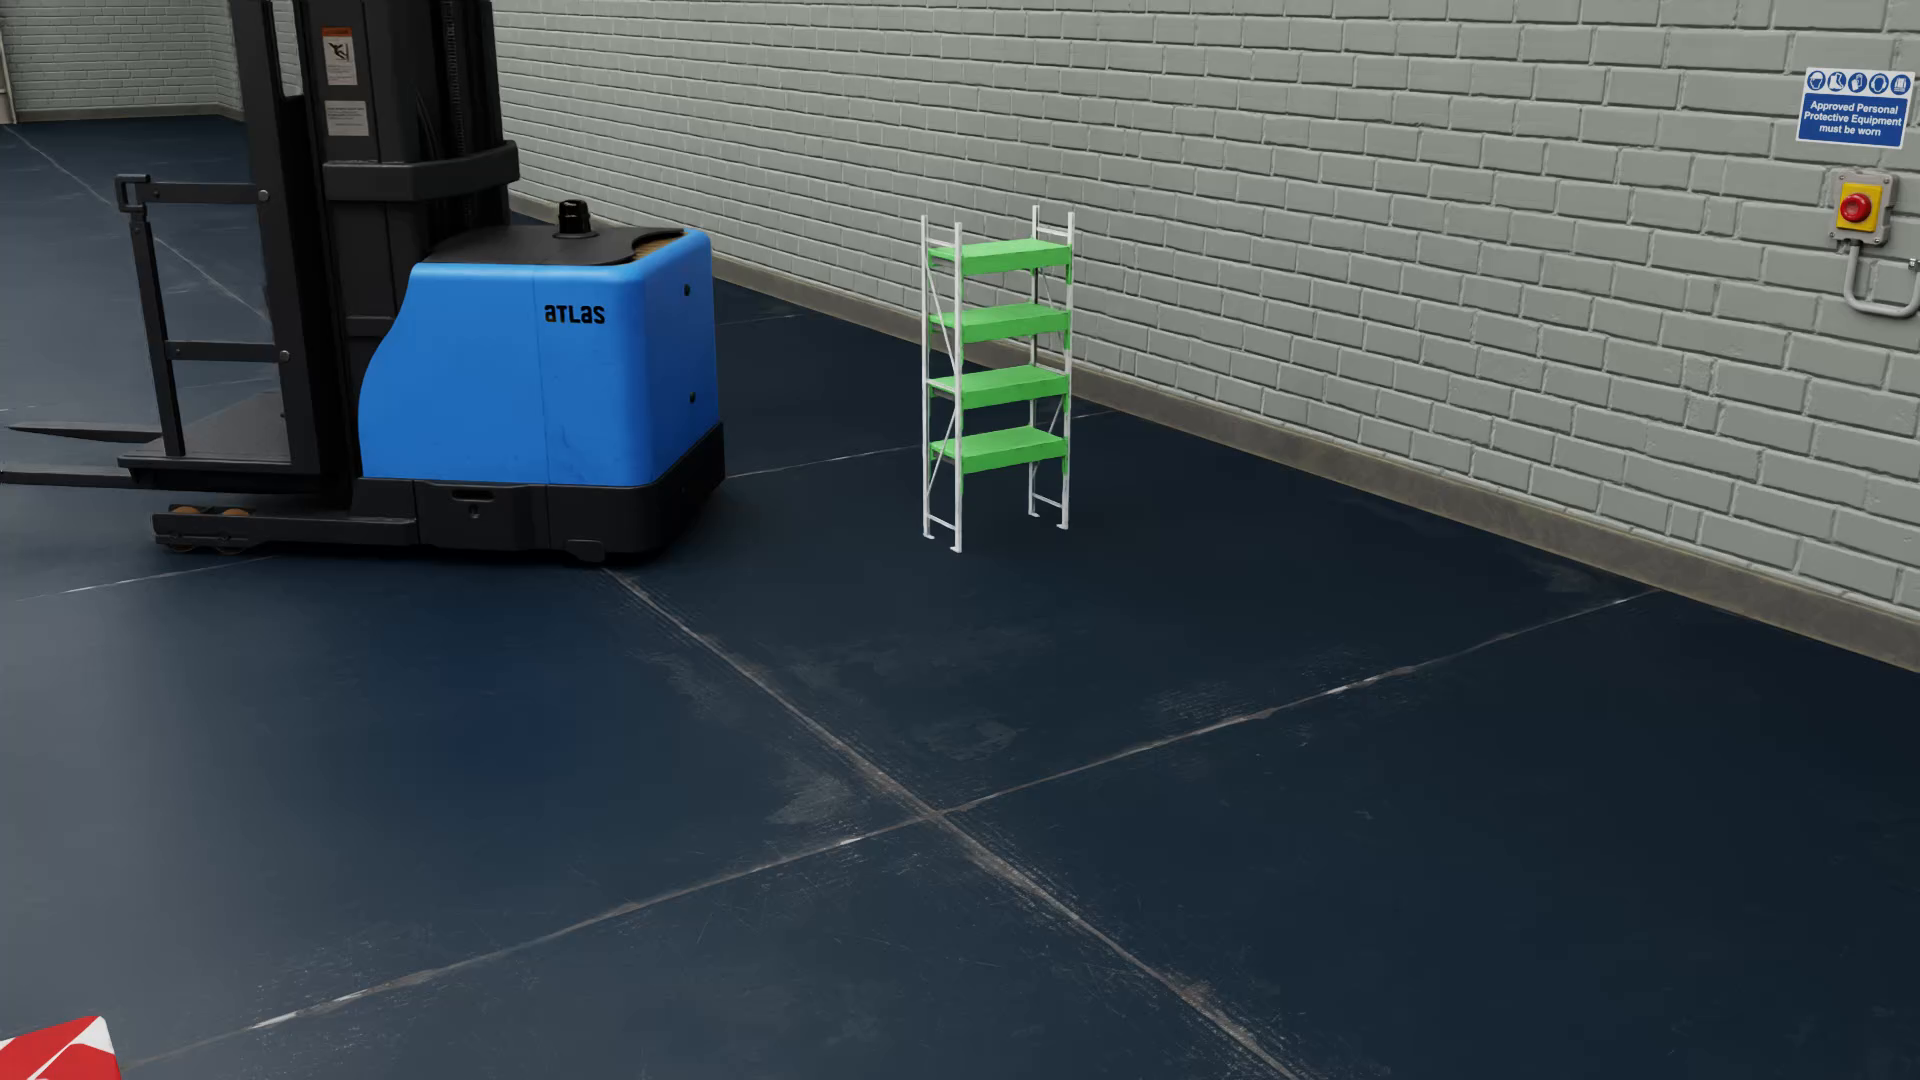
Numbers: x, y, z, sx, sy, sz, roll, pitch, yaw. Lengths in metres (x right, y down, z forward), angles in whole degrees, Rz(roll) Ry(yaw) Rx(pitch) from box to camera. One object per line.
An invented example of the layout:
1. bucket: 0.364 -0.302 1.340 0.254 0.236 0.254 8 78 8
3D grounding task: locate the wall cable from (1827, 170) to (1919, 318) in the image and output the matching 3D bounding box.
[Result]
1. wall cable: 2.629 -1.629 4.743 0.123 1.953 0.585 -12 22 -31

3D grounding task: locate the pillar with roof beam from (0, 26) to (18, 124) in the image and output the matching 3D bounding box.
1. pillar with roof beam: -11.544 -9.156 19.277 0.400 9.000 9.100 -12 22 -31

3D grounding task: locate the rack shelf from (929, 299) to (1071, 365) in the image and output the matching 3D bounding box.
1. rack shelf: 0.138 -0.764 6.082 0.480 0.148 0.258 -12 22 -31

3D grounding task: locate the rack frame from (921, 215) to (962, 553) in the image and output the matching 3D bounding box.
1. rack frame: -0.066 -0.555 6.012 0.015 1.200 0.240 -12 22 -31

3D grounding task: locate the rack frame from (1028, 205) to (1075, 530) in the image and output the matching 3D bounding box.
1. rack frame: 0.342 -0.641 6.266 0.015 1.200 0.240 -12 22 -31

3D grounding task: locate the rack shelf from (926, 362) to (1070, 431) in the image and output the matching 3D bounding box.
1. rack shelf: 0.138 -0.537 6.159 0.480 0.148 0.258 -12 22 -31

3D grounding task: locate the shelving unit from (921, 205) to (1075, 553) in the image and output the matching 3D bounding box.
1. shelving unit: 0.138 -0.598 6.139 0.503 1.200 0.258 -12 22 -31

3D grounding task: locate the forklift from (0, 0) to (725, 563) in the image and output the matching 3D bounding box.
1. forklift: -2.512 -1.499 6.101 3.031 2.935 1.130 2 19 7

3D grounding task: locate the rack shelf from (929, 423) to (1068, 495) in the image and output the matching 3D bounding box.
1. rack shelf: 0.138 -0.310 6.236 0.480 0.148 0.258 -12 22 -31

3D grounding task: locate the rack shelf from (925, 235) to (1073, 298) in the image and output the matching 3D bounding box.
1. rack shelf: 0.138 -0.992 6.006 0.480 0.148 0.258 -12 22 -31

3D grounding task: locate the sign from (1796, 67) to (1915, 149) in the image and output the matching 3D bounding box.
1. sign: 2.653 -1.284 4.938 0.001 0.218 0.327 -12 22 -31
